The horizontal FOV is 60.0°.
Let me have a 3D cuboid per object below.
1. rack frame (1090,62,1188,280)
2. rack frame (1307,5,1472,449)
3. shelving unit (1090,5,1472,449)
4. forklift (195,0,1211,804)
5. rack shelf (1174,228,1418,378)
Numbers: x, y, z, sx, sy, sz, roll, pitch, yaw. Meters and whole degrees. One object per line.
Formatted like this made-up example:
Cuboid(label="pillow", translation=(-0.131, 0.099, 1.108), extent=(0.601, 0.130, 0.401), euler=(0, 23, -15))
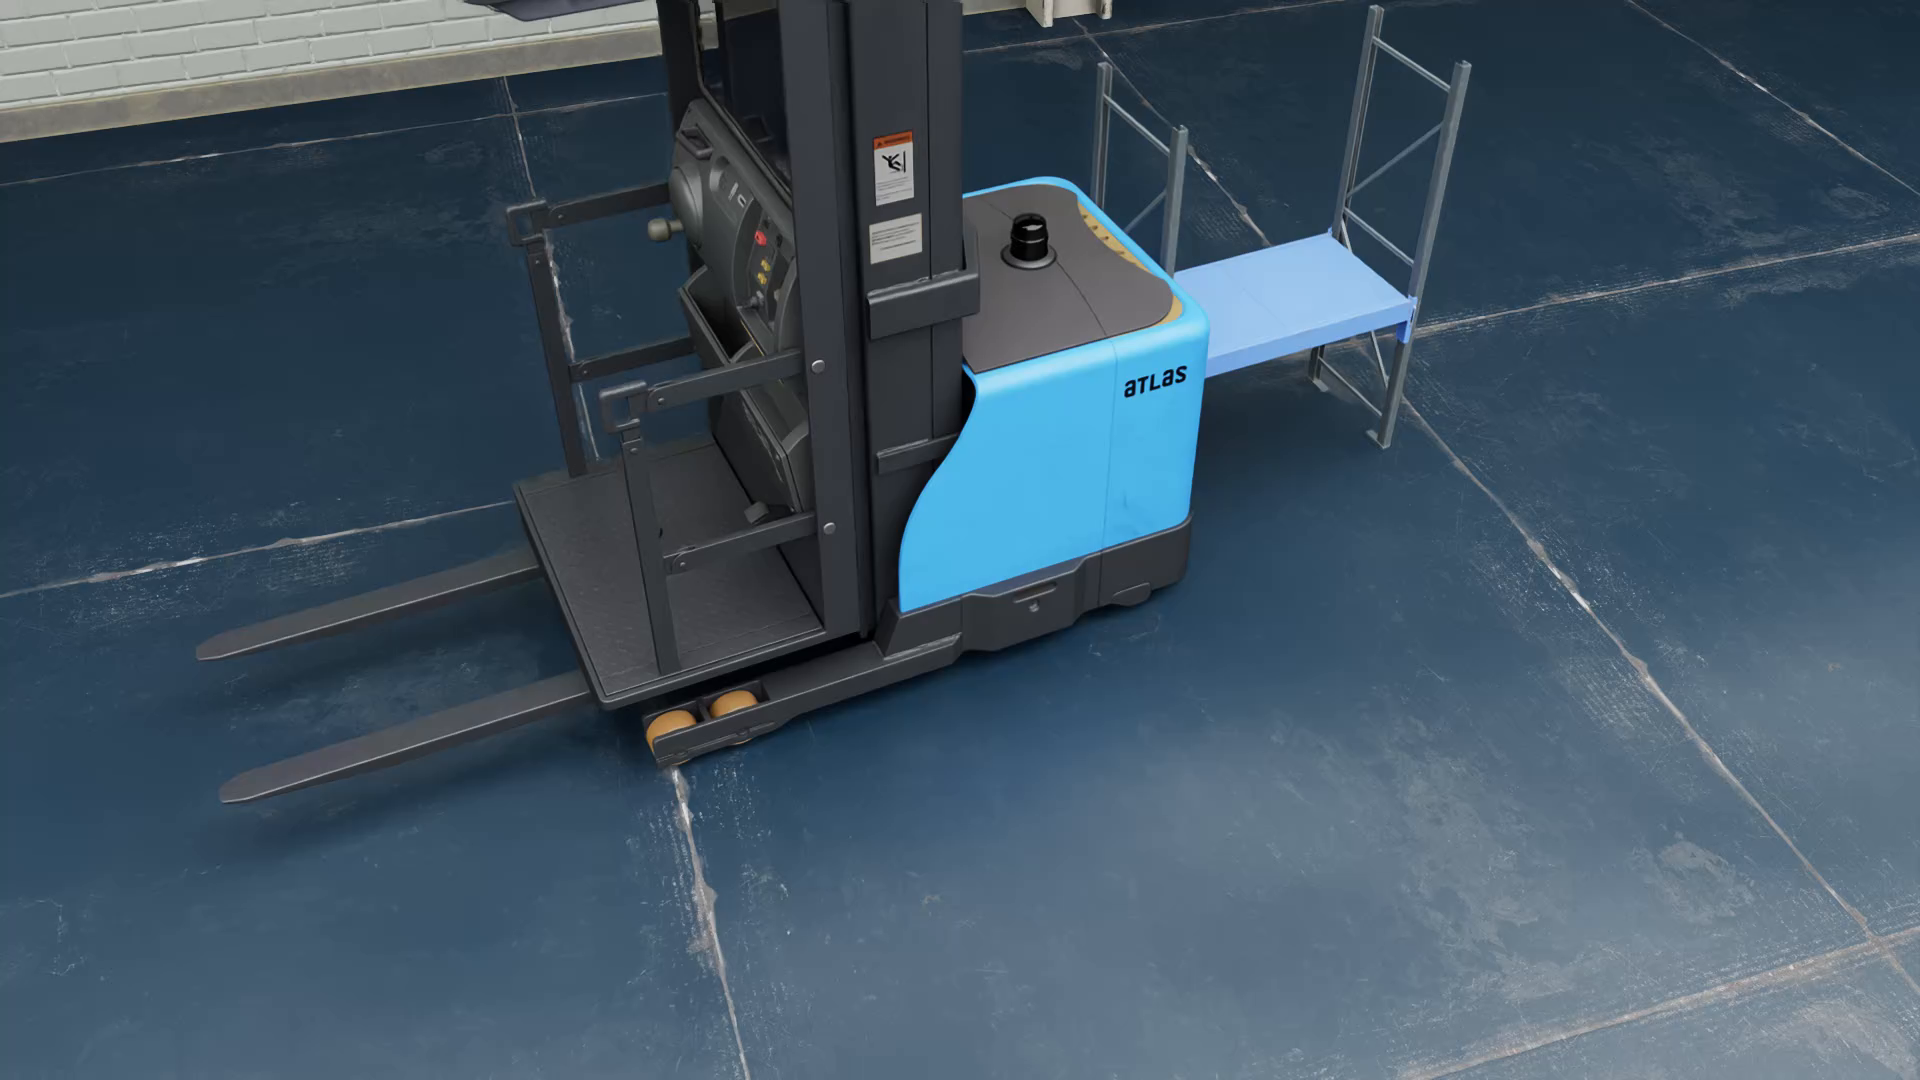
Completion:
Cuboid(label="rack frame", translation=(0.546, -0.770, 5.492), extent=(0.032, 1.500, 0.500), euler=(-17, 44, -18))
Cuboid(label="rack frame", translation=(1.468, -1.051, 5.813), extent=(0.032, 1.500, 0.500), euler=(-17, 44, -18))
Cuboid(label="shelving unit", translation=(1.007, -0.911, 5.653), extent=(1.048, 1.500, 0.538), euler=(-17, 44, -18))
Cuboid(label="forklift", translation=(-0.804, -0.828, 4.470), extent=(3.031, 2.935, 1.130), euler=(-17, 44, -18))
Cuboid(label="rack shelf", translation=(1.007, -0.775, 5.771), extent=(1.000, 0.185, 0.538), euler=(-17, 44, -18))
